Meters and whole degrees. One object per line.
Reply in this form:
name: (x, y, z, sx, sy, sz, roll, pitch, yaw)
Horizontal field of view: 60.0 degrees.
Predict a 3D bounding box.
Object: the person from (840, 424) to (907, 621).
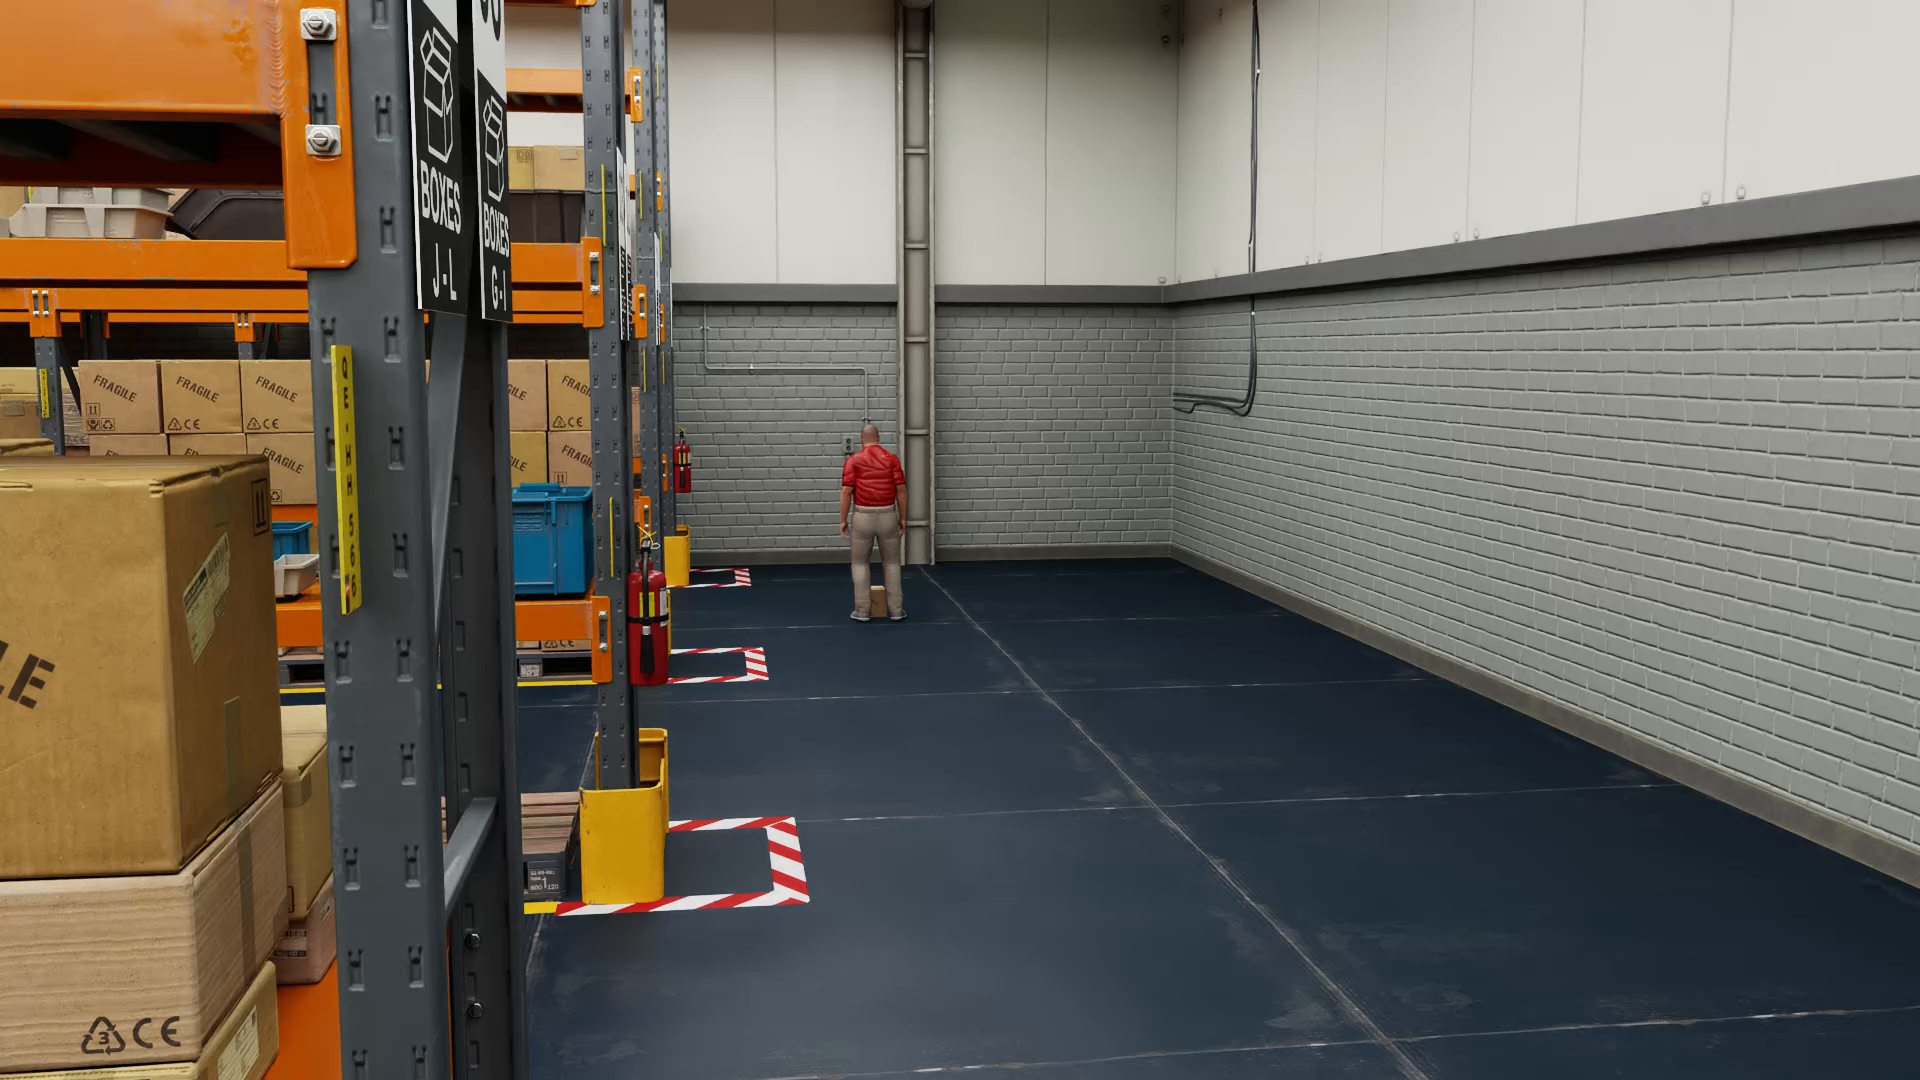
person: (-0.755, -0.153, 14.624, 0.603, 1.728, 0.384, -1, 7, -11)
